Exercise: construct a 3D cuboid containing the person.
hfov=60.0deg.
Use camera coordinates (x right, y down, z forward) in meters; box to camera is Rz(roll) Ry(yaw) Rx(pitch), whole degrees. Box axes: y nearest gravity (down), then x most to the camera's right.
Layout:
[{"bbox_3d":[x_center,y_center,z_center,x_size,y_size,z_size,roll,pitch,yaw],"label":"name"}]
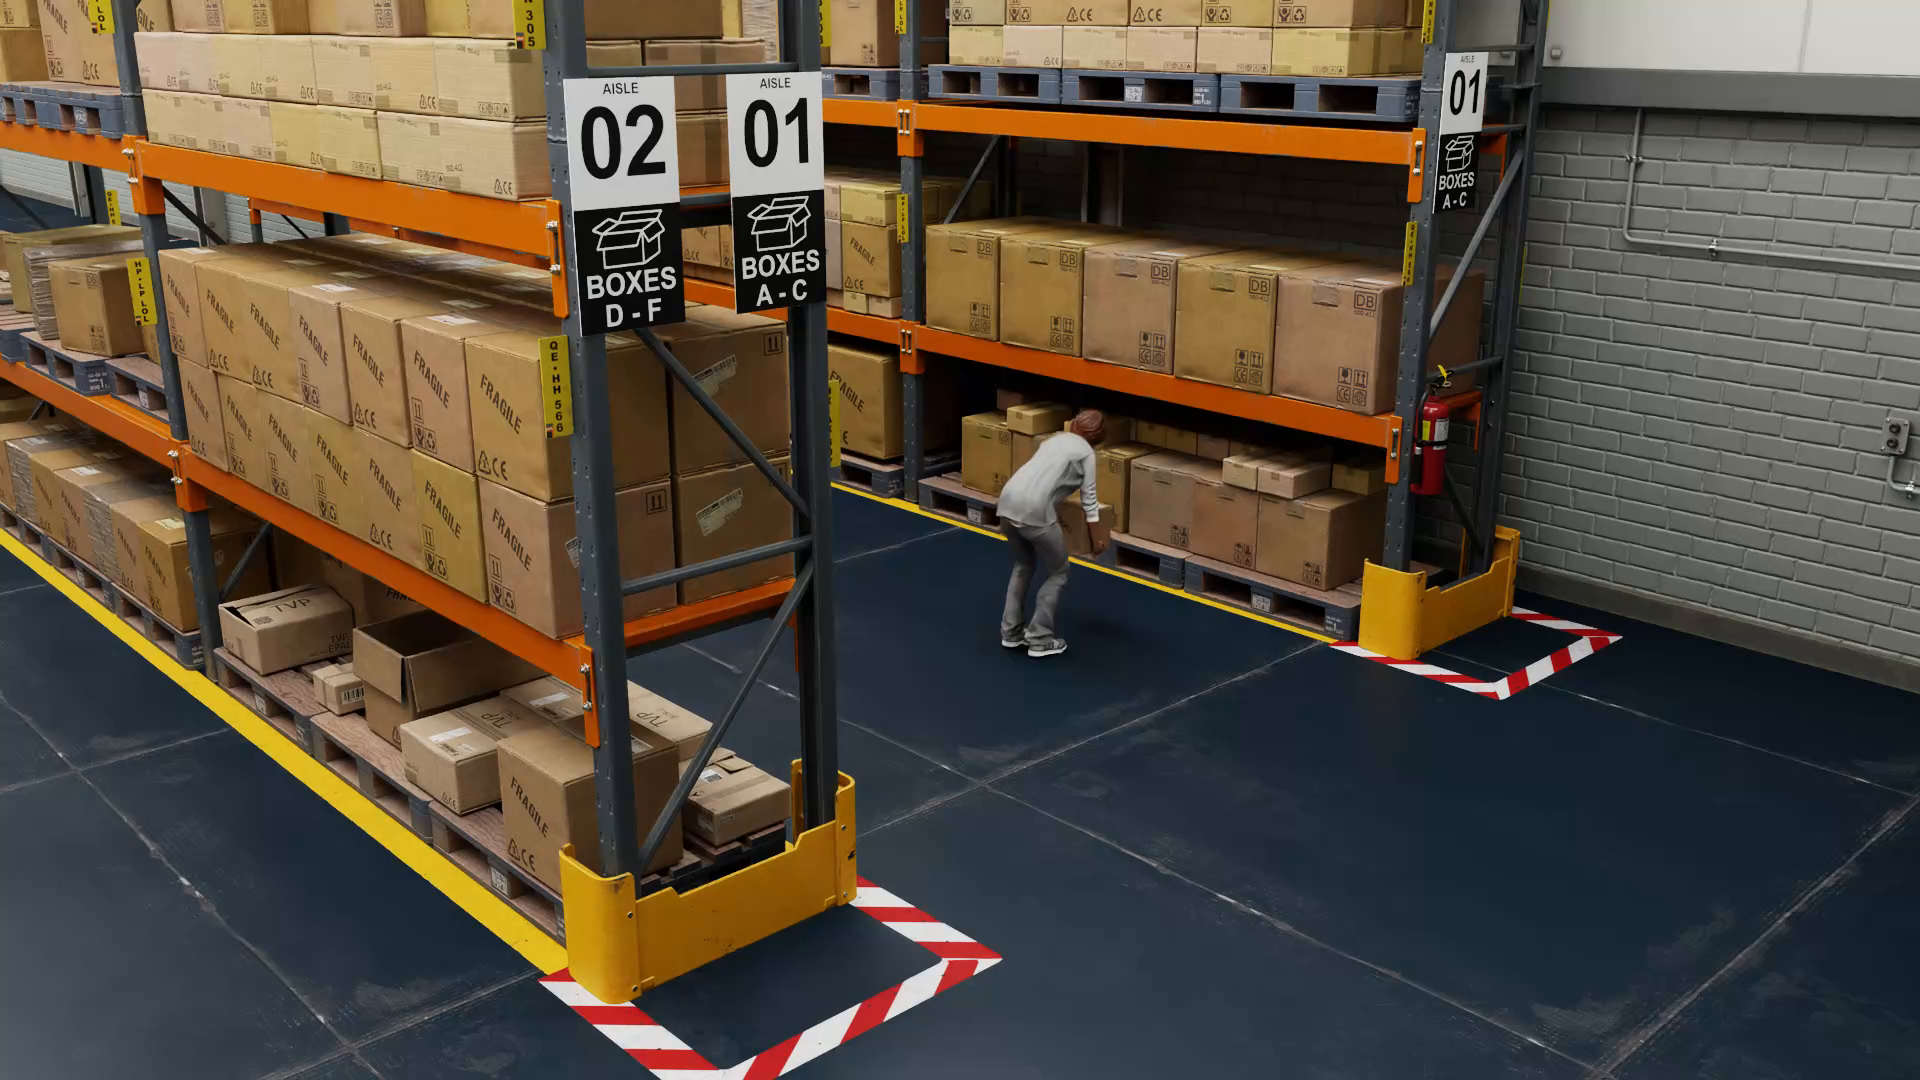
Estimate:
[{"bbox_3d":[0.533,-0.036,9.213,0.780,1.278,0.386,-17,24,-42],"label":"person"}]
